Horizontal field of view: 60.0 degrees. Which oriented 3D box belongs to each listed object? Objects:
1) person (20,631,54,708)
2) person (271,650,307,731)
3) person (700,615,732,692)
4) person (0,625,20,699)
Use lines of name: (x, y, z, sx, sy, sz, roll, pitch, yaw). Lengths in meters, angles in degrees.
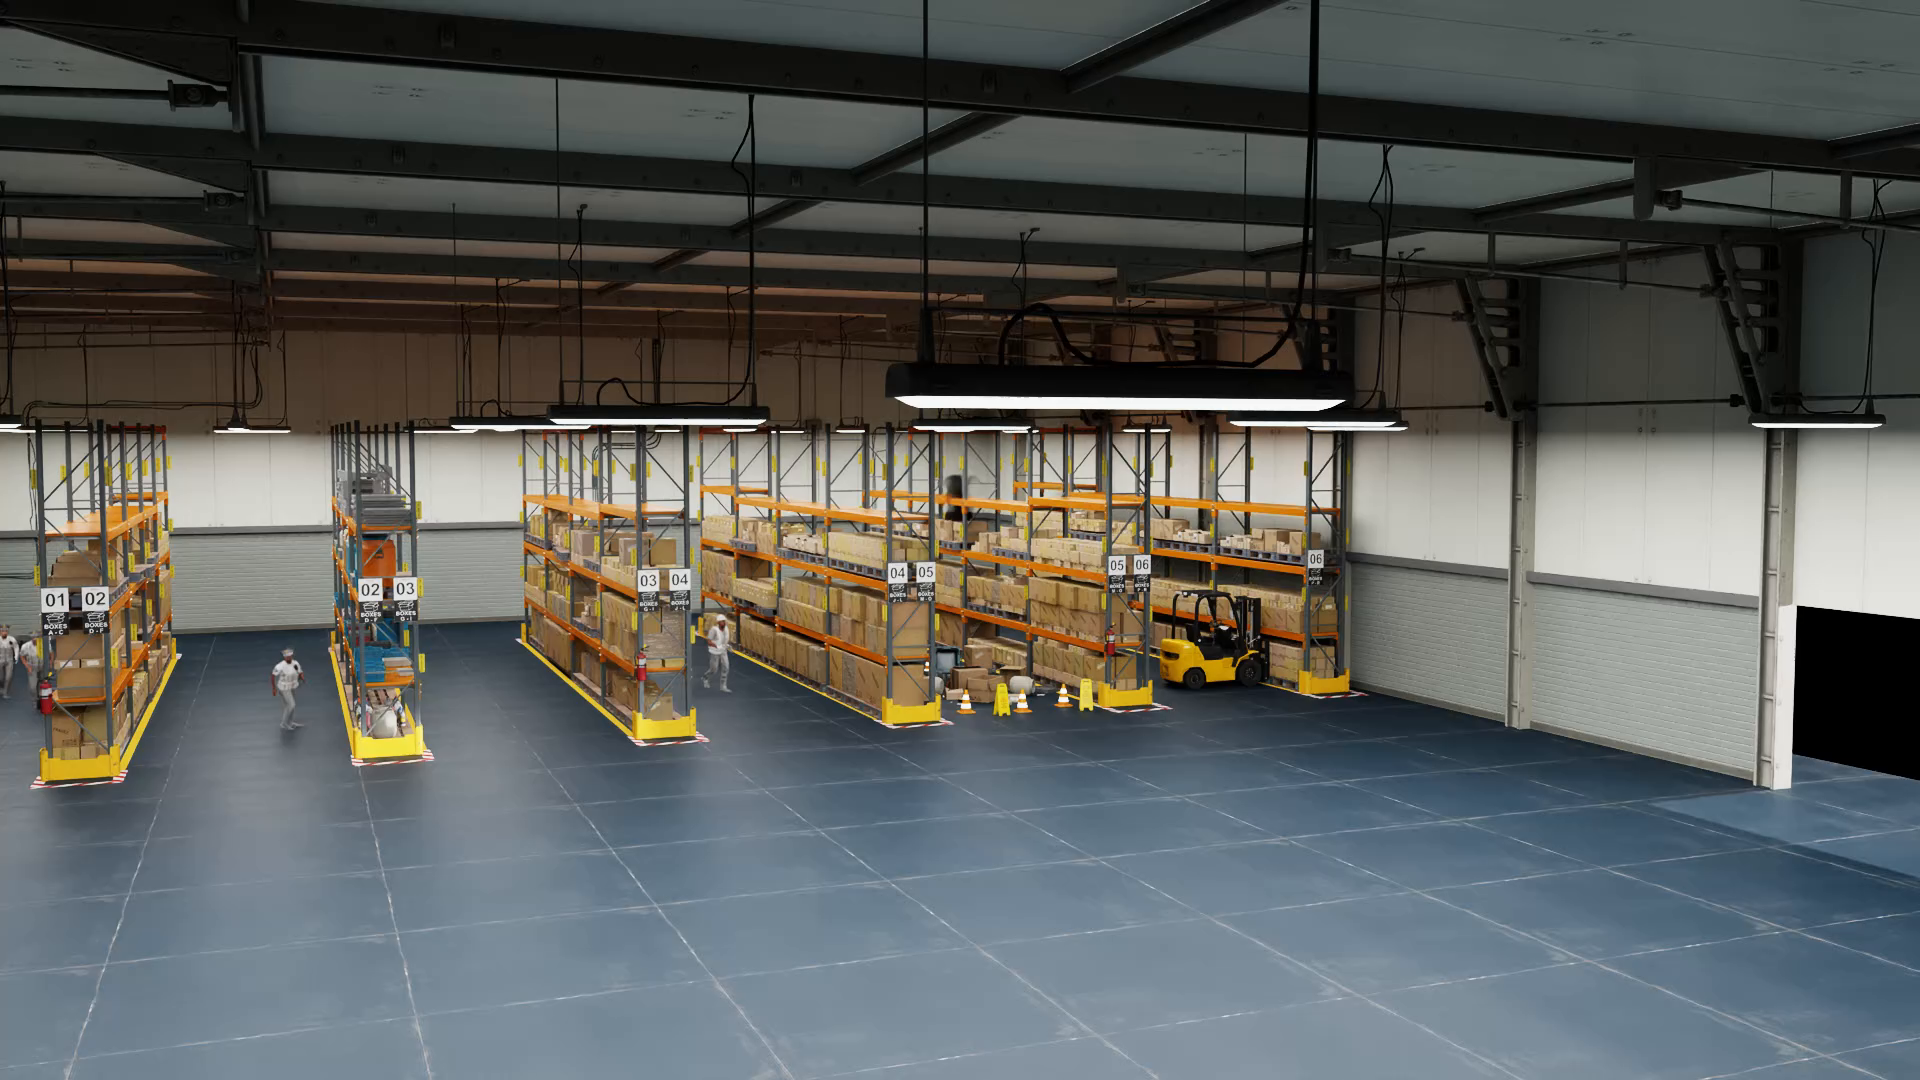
person: (-19.477, 2.698, 35.091, 0.667, 1.665, 0.840, -3, 5, -41)
person: (-13.057, 2.926, 32.475, 0.766, 1.630, 0.596, 2, 4, 24)
person: (-5.473, 2.526, 37.269, 0.896, 1.743, 0.688, 3, 5, 41)
person: (-20.890, 2.647, 36.347, 0.613, 1.638, 0.639, -2, 4, -33)
